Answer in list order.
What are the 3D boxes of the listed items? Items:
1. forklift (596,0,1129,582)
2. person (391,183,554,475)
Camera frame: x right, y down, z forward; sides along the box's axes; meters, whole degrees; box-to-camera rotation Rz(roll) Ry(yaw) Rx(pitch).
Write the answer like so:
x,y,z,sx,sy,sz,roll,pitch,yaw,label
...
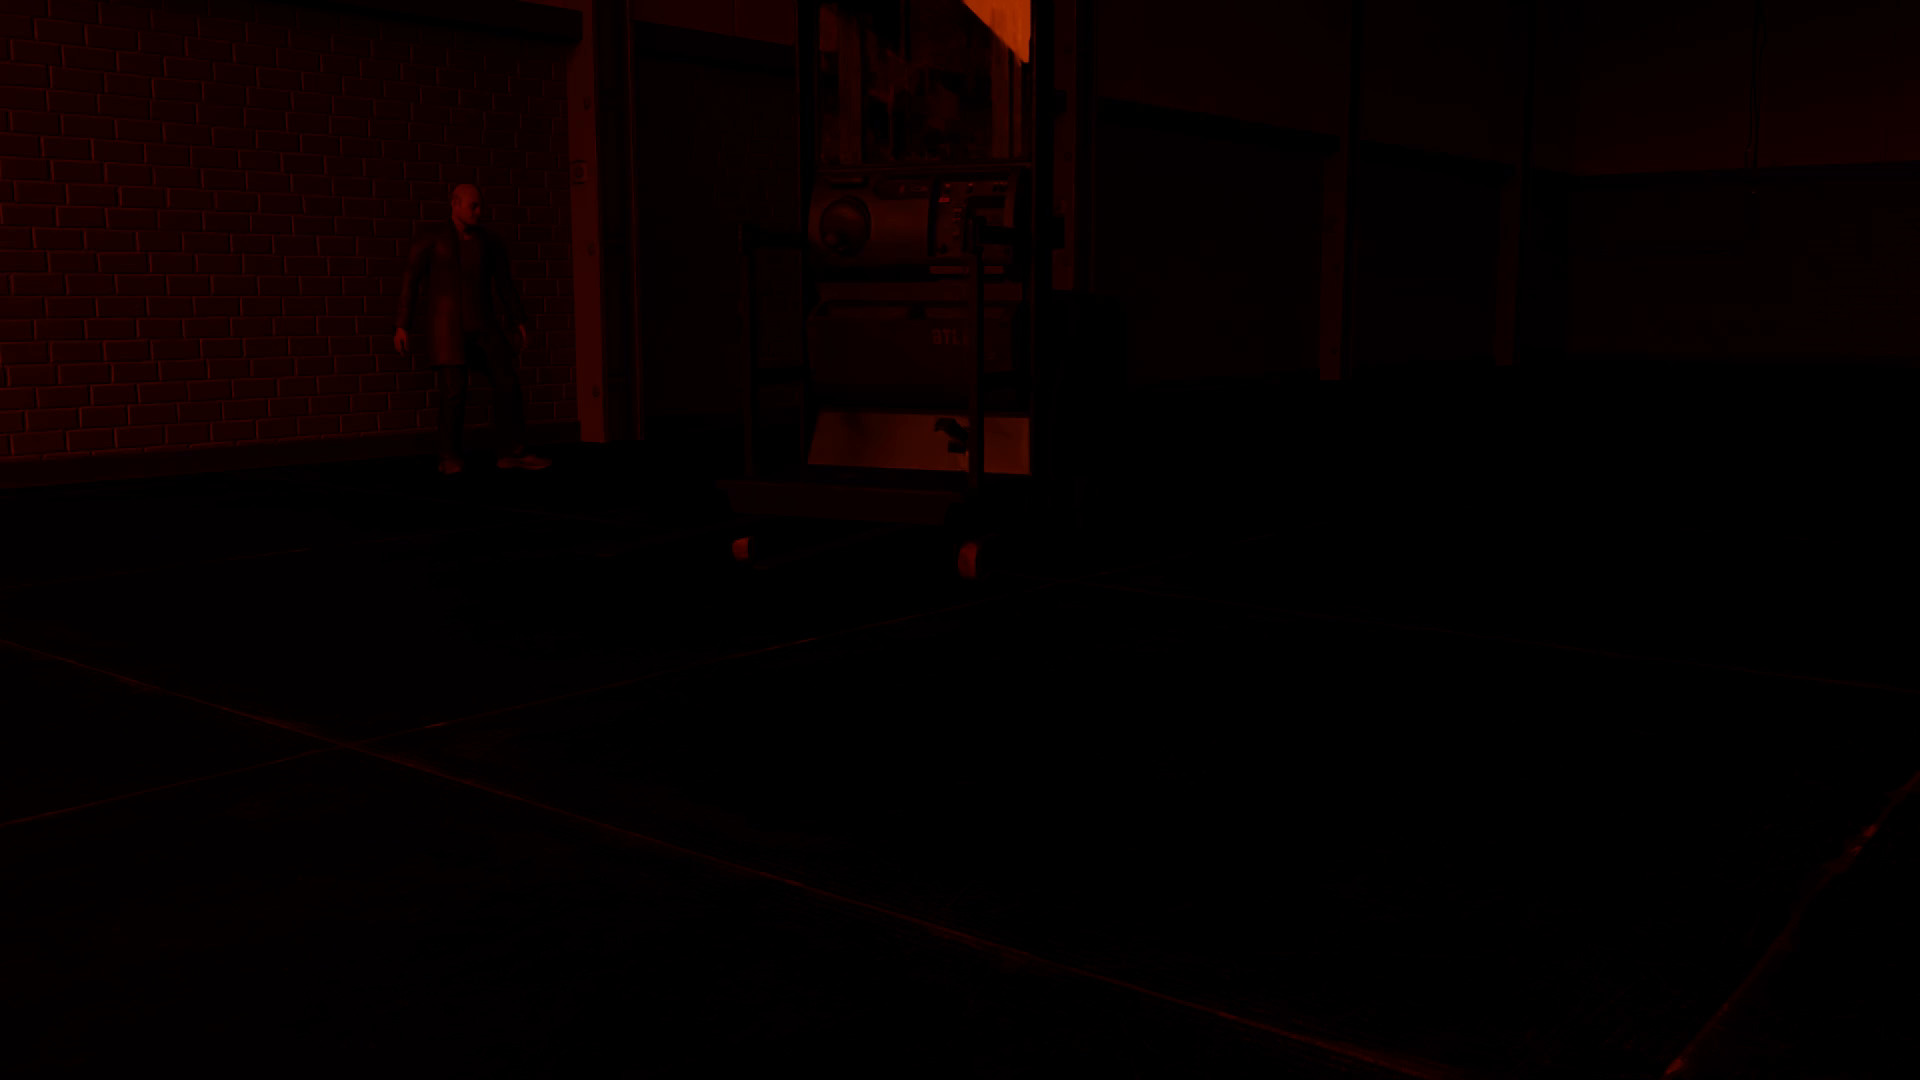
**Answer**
x,y,z,sx,sy,sz,roll,pitch,yaw,label
-0.278,-1.360,6.575,1.130,2.935,3.031,4,9,24,forklift
-2.996,-1.281,10.144,0.889,1.749,0.425,-7,11,-41,person
